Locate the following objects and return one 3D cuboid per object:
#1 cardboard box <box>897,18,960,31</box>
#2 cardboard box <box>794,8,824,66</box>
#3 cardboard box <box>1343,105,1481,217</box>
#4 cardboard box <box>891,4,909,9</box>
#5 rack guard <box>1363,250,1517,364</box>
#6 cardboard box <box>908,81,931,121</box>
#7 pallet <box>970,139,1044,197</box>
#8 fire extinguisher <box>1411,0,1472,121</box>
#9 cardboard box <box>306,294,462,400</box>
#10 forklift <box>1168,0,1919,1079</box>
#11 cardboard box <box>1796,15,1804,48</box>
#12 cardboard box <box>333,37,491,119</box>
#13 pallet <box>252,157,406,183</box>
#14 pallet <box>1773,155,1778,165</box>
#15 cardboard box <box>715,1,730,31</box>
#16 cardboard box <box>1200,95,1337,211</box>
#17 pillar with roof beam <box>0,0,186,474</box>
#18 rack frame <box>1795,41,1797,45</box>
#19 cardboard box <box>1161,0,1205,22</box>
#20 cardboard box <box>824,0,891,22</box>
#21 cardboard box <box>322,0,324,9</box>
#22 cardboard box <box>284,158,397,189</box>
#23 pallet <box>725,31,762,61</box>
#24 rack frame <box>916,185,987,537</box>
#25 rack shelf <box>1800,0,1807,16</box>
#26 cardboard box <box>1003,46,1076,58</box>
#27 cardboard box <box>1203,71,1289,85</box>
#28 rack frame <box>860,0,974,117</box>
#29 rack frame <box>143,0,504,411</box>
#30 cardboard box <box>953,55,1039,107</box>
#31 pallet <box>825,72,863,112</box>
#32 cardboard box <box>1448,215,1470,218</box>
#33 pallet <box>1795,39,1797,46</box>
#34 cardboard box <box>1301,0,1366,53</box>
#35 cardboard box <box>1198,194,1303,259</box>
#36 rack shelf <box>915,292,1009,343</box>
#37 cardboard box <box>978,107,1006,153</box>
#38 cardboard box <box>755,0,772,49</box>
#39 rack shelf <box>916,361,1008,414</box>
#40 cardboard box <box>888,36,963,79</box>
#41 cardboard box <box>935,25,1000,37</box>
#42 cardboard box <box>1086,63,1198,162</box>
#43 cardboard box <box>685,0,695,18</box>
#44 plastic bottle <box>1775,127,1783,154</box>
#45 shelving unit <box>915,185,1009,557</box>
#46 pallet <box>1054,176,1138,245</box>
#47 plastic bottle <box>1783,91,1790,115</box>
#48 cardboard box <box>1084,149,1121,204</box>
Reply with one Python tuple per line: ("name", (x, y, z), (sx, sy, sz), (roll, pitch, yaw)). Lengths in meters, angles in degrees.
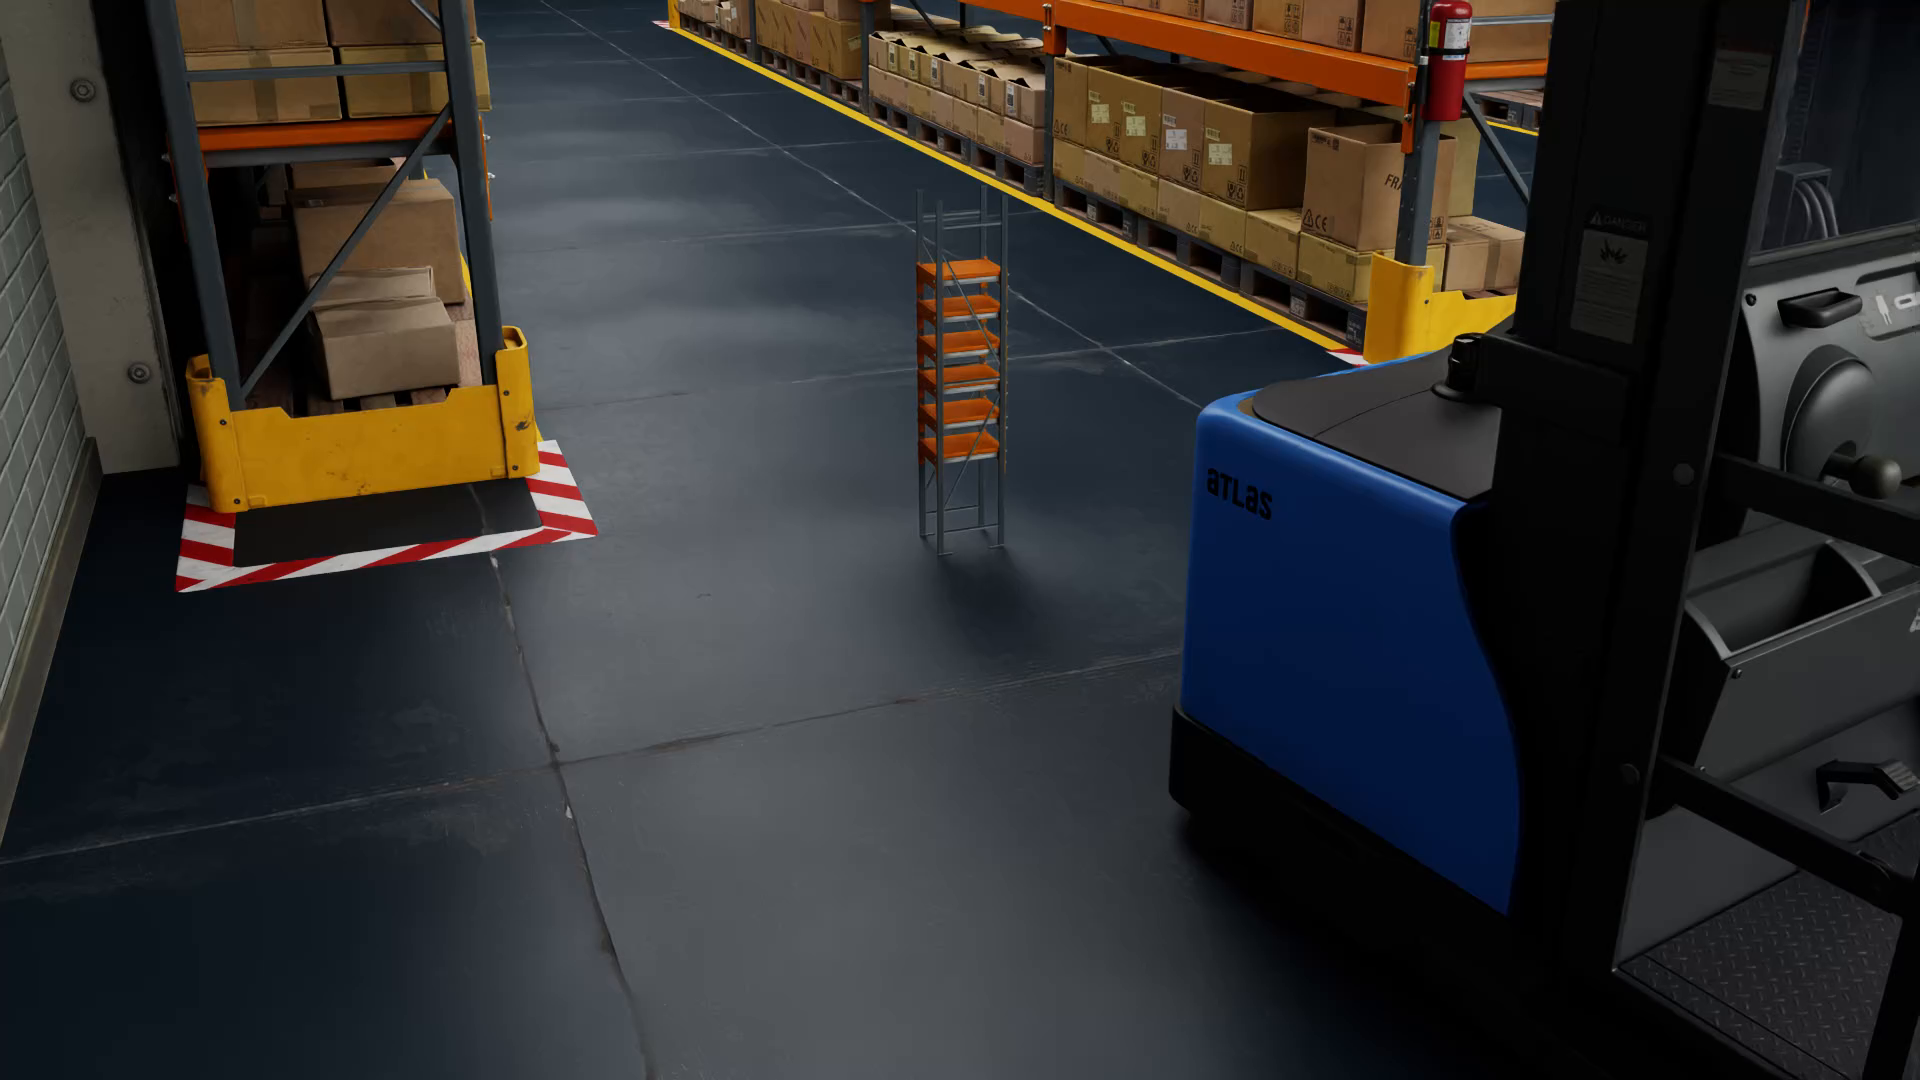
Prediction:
("cardboard box", (-0.261, -4.429, 15.049), (0.500, 0.500, 0.500), (-7, 24, -17))
("cardboard box", (-1.291, -4.910, 16.190), (0.500, 0.500, 0.500), (-9, 25, -21))
("cardboard box", (2.299, -1.946, 8.539), (0.500, 0.500, 0.500), (-8, 24, -19))
("cardboard box", (-0.813, -4.991, 16.380), (0.500, 0.500, 0.500), (-9, 25, -21))
("rack guard", (2.467, -1.106, 7.731), (1.175, 0.500, 0.348), (-8, 24, -19))
("cardboard box", (-0.090, -3.499, 13.189), (0.500, 0.250, 0.500), (-9, 24, -20))
("pallet", (0.749, -2.698, 11.879), (1.003, 0.211, 1.213), (-8, 24, -19))
("fire extinguisher", (2.066, -2.125, 7.028), (0.296, 0.674, 0.183), (-8, 24, -19))
("cardboard box", (-2.335, -0.813, 6.713), (0.500, 0.311, 0.500), (-11, 25, -25))
("forklift", (1.732, -0.293, 2.671), (1.130, 2.935, 3.031), (-14, 27, -30))
("cardboard box", (9.157, -5.342, 17.214), (0.700, 0.500, 0.500), (-10, 25, -22))
("cardboard box", (-2.050, -1.747, 6.200), (0.500, 0.250, 0.500), (-9, 25, -21))
("pallet", (-4.299, -2.481, 11.365), (1.003, 0.211, 1.213), (-8, 24, -19))
("pallet", (6.314, -2.420, 11.220), (1.003, 0.211, 1.213), (-8, 24, -19))
("cardboard box", (-2.512, -6.032, 19.094), (0.500, 0.311, 0.500), (-8, 24, -19))
("cardboard box", (1.624, -2.054, 8.796), (0.500, 0.500, 0.500), (-8, 24, -19))
("pillar with roof beam", (0.797, -5.077, 6.209), (9.100, 9.000, 0.400), (-8, 24, -19))
("rack frame", (8.901, -6.532, 17.385), (1.000, 3.000, 0.127), (-8, 24, -19))
("cardboard box", (1.574, -3.233, 9.429), (0.700, 0.500, 0.500), (-8, 24, -18))
("cardboard box", (-0.941, -4.898, 15.195), (0.500, 0.250, 0.500), (-7, 24, -17))
("cardboard box", (-2.597, -2.642, 7.358), (0.500, 0.500, 0.500), (-8, 24, -17))
("cardboard box", (-3.183, -1.719, 8.617), (0.500, 0.500, 0.500), (-10, 25, -23))
("pallet", (-2.022, -5.592, 18.746), (1.003, 0.211, 1.213), (-8, 24, -19))
("rack frame", (-0.027, -0.581, 5.583), (0.240, 1.200, 0.006), (-8, 24, -19))
("rack shelf", (6.387, -3.340, 10.740), (1.077, 0.370, 4.000), (-8, 24, -19))
("cardboard box", (0.588, -3.648, 12.821), (0.500, 0.311, 0.500), (-8, 24, -18))
("cardboard box", (1.760, -2.489, 9.828), (0.500, 0.500, 0.500), (-8, 24, -19))
("rack frame", (-0.368, -5.174, 14.163), (1.000, 3.000, 0.127), (-8, 24, -19))
("rack frame", (-2.174, -1.586, 5.651), (1.000, 3.000, 0.127), (-8, 24, -19))
("cardboard box", (0.271, -3.383, 12.192), (0.500, 0.311, 0.500), (-8, 24, -19))
("pallet", (-0.596, -4.165, 15.361), (1.003, 0.211, 1.213), (-8, 24, -19))
("cardboard box", (2.297, -1.600, 8.684), (0.500, 0.250, 0.500), (-8, 24, -19))
("pallet", (8.693, -5.543, 18.631), (1.003, 0.211, 1.213), (-8, 24, -19))
("cardboard box", (2.116, -2.675, 8.105), (0.700, 0.500, 0.500), (-8, 24, -18))
("cardboard box", (1.627, -1.709, 8.943), (0.500, 0.250, 0.500), (-8, 24, -19))
("rack shelf", (0.005, -0.728, 5.429), (0.258, 0.103, 0.180), (-8, 24, -19))
("cardboard box", (0.451, -2.942, 11.867), (0.500, 0.250, 0.500), (-9, 24, -20))
("cardboard box", (-1.838, -5.469, 17.515), (0.500, 0.500, 0.500), (-9, 25, -21))
("rack shelf", (0.005, -0.507, 5.522), (0.258, 0.103, 0.180), (-8, 24, -19))
("cardboard box", (-0.264, -3.938, 13.510), (0.500, 0.311, 0.500), (-9, 24, -20))
("cardboard box", (0.048, -4.202, 14.135), (0.500, 0.311, 0.500), (-8, 24, -18))
("cardboard box", (1.100, -2.600, 10.092), (0.500, 0.500, 0.500), (-8, 24, -19))
("cardboard box", (-3.090, -6.598, 20.516), (0.500, 0.250, 0.500), (-8, 24, -19))
("plastic bottle", (5.723, -2.787, 11.537), (0.097, 0.201, 0.097), (0, 23, 0))
("shelving unit", (0.005, -0.548, 5.504), (0.258, 1.200, 0.189), (-8, 24, -19))
("pallet", (1.287, -2.141, 10.557), (1.003, 0.211, 1.213), (-8, 24, -19))
("plastic bottle", (6.043, -3.166, 12.245), (0.144, 0.351, 0.185), (-8, 24, -19))
("cardboard box", (1.098, -2.254, 10.236), (0.500, 0.250, 0.500), (-8, 24, -19))
